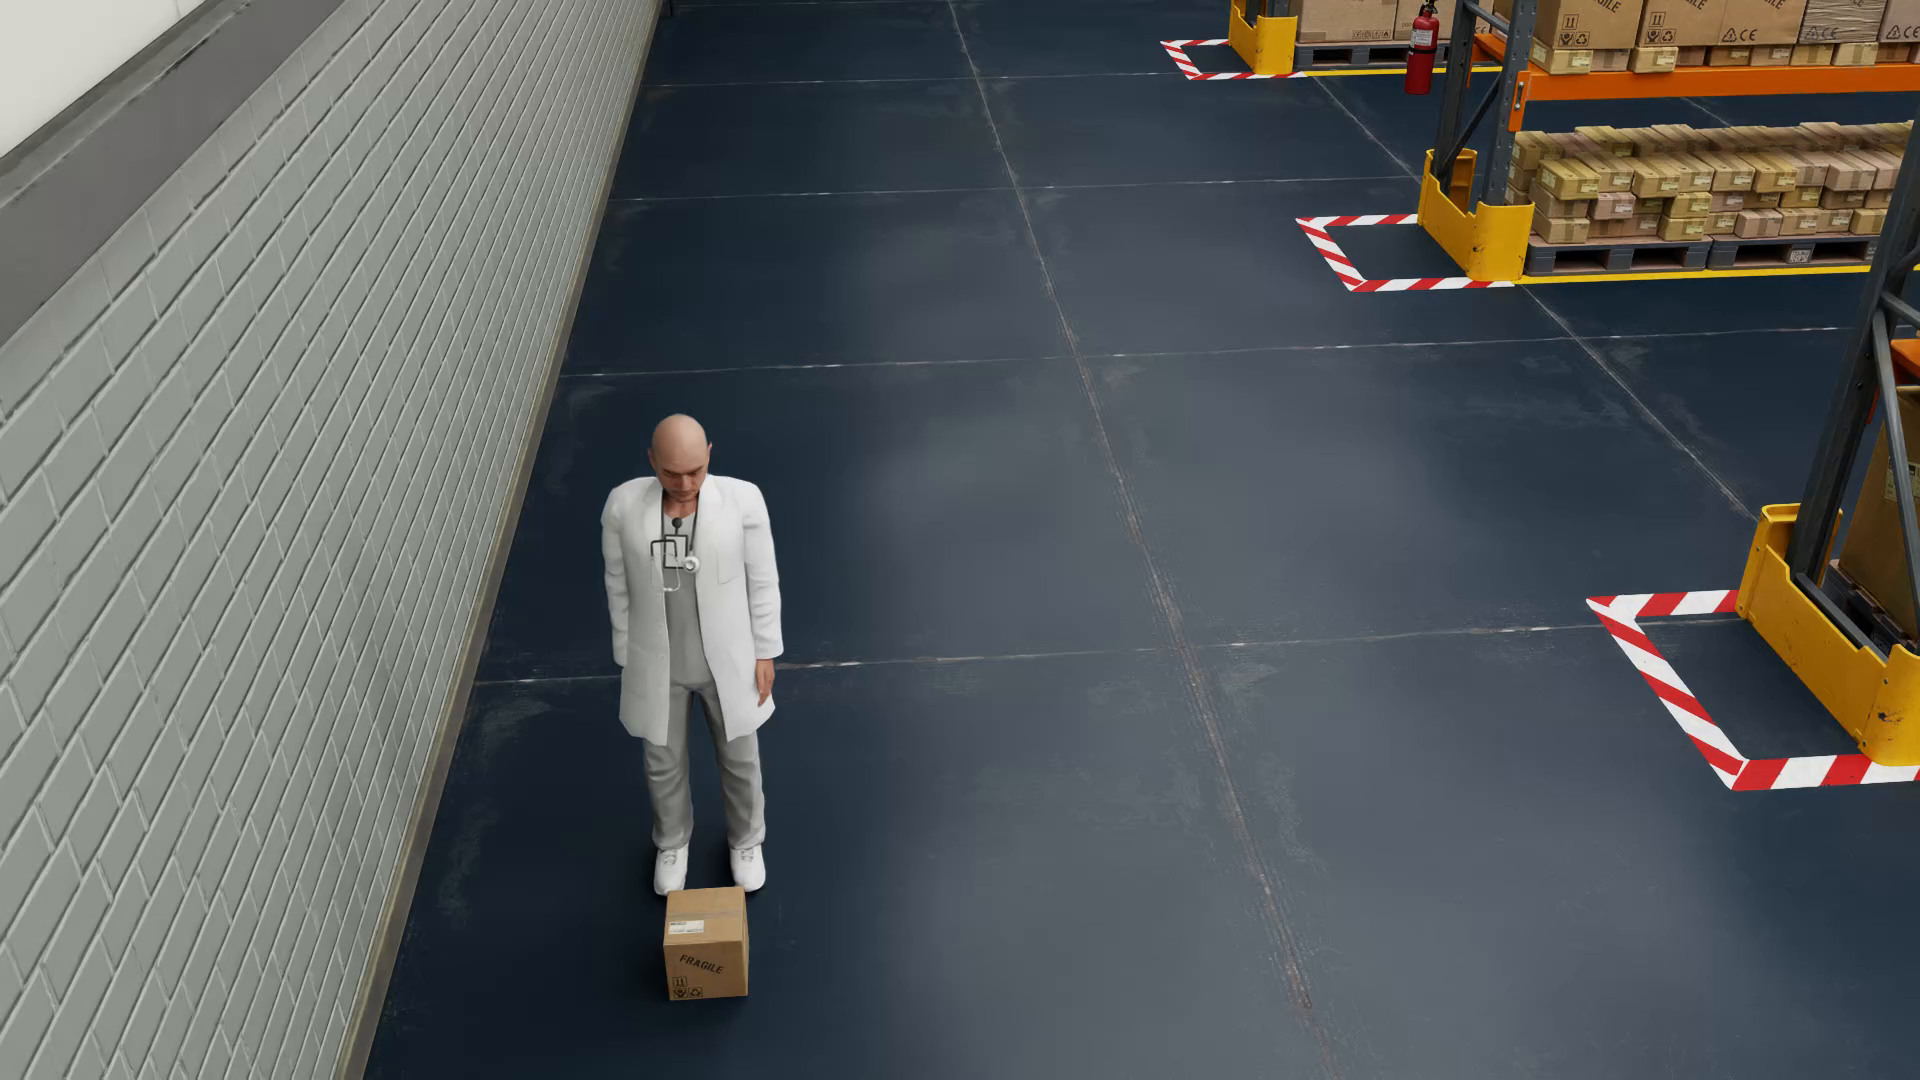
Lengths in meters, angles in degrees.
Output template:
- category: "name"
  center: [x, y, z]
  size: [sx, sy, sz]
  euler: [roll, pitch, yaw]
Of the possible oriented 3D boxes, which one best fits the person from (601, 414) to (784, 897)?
- category: "person"
  center: [-0.862, 0.397, 5.486]
  size: [0.562, 1.773, 0.379]
  euler: [-2, 31, -4]
